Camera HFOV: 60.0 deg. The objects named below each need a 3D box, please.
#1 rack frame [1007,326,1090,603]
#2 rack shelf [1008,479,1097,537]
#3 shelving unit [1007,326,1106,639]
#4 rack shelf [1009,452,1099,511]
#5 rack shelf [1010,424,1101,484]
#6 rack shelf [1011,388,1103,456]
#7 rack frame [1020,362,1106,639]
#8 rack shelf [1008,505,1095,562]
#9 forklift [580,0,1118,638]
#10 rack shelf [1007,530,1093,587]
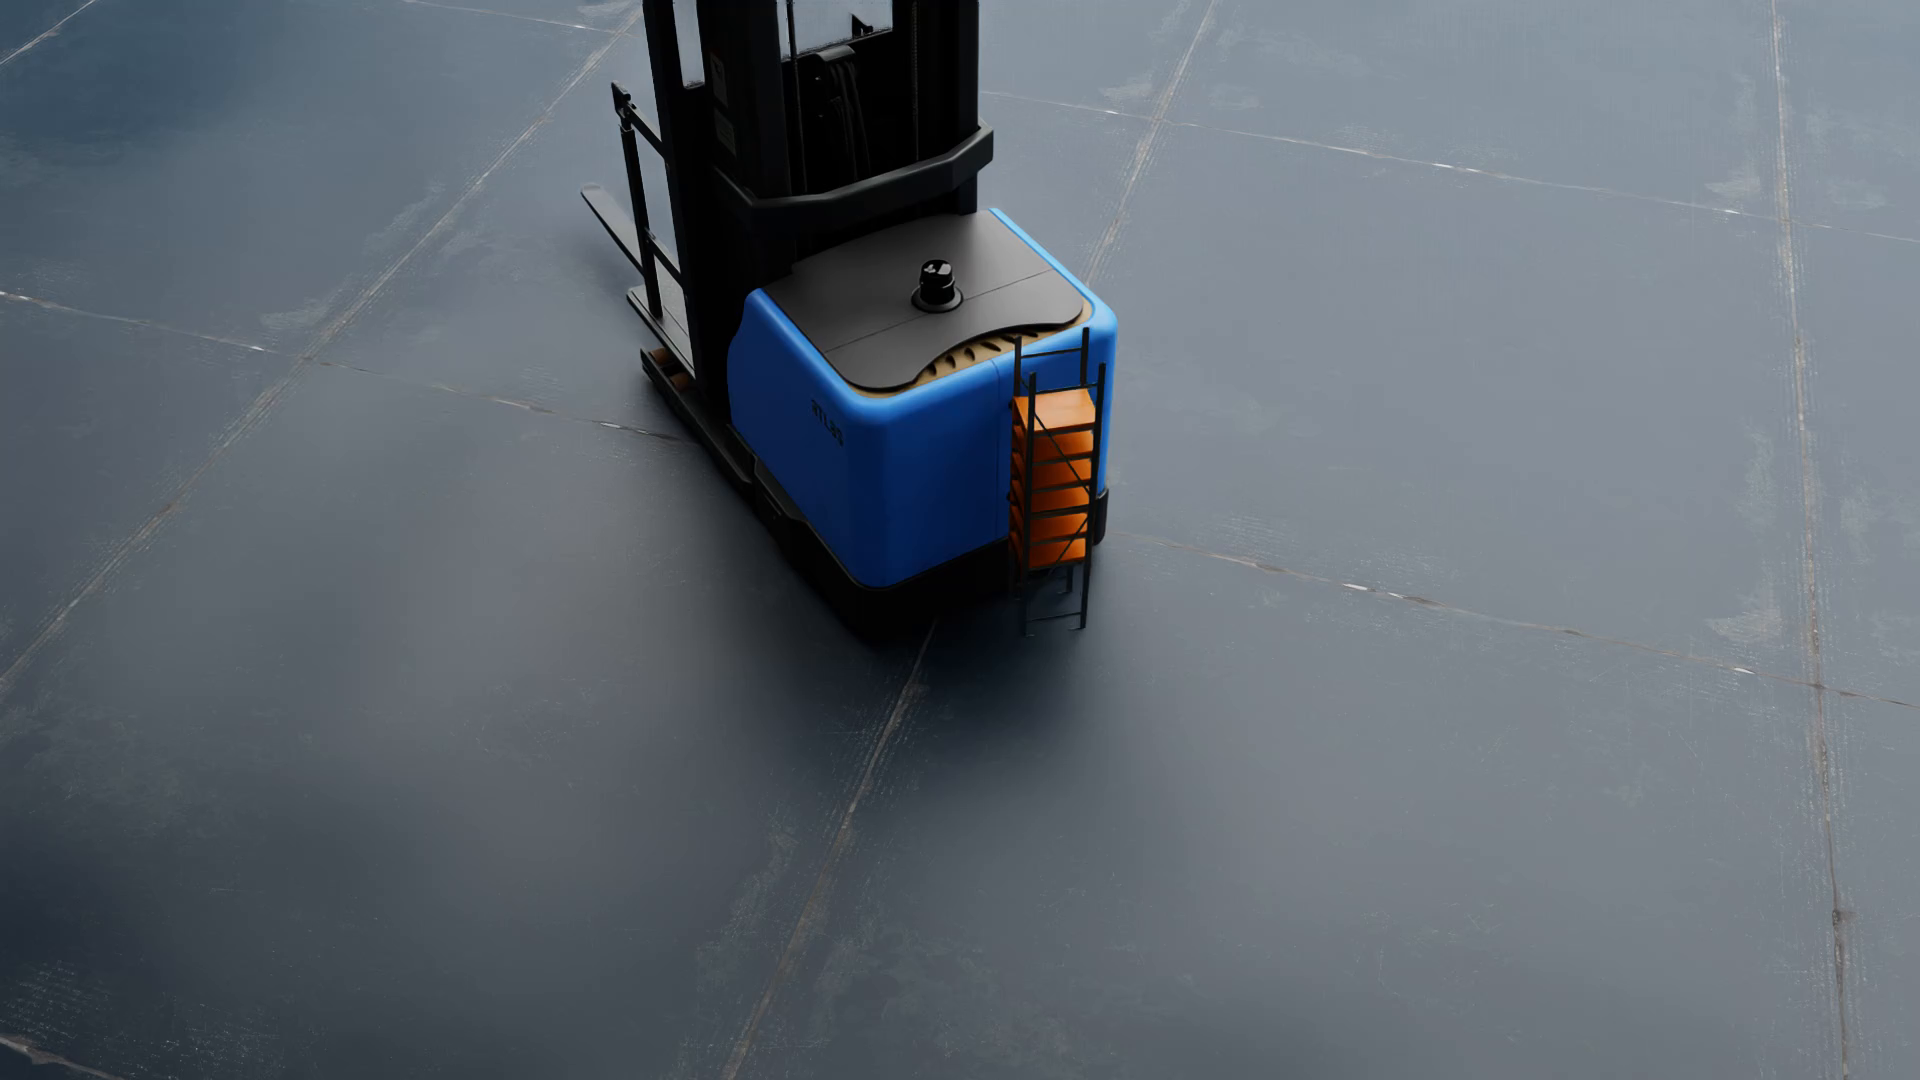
[{"bbox_3d":[0.289,-0.222,5.619,0.240,1.200,0.006,-9,45,-9],"label":"rack frame"},{"bbox_3d":[0.309,-0.127,5.586,0.258,0.103,0.180,-9,45,-9],"label":"rack shelf"},{"bbox_3d":[0.309,-0.159,5.555,0.258,1.200,0.189,-9,45,-9],"label":"shelving unit"},{"bbox_3d":[0.309,-0.213,5.502,0.258,0.103,0.180,-9,45,-9],"label":"rack shelf"},{"bbox_3d":[0.309,-0.299,5.418,0.258,0.103,0.180,-9,45,-9],"label":"rack shelf"},{"bbox_3d":[0.309,-0.385,5.334,0.258,0.103,0.180,-9,45,-9],"label":"rack shelf"},{"bbox_3d":[0.329,-0.097,5.491,0.240,1.200,0.006,-9,45,-9],"label":"rack frame"},{"bbox_3d":[0.309,-0.042,5.670,0.258,0.103,0.180,-9,45,-9],"label":"rack shelf"},{"bbox_3d":[-0.657,-1.720,5.912,1.130,2.935,3.031,-23,49,-22],"label":"forklift"},{"bbox_3d":[0.309,0.044,5.754,0.258,0.103,0.180,-9,45,-9],"label":"rack shelf"}]
